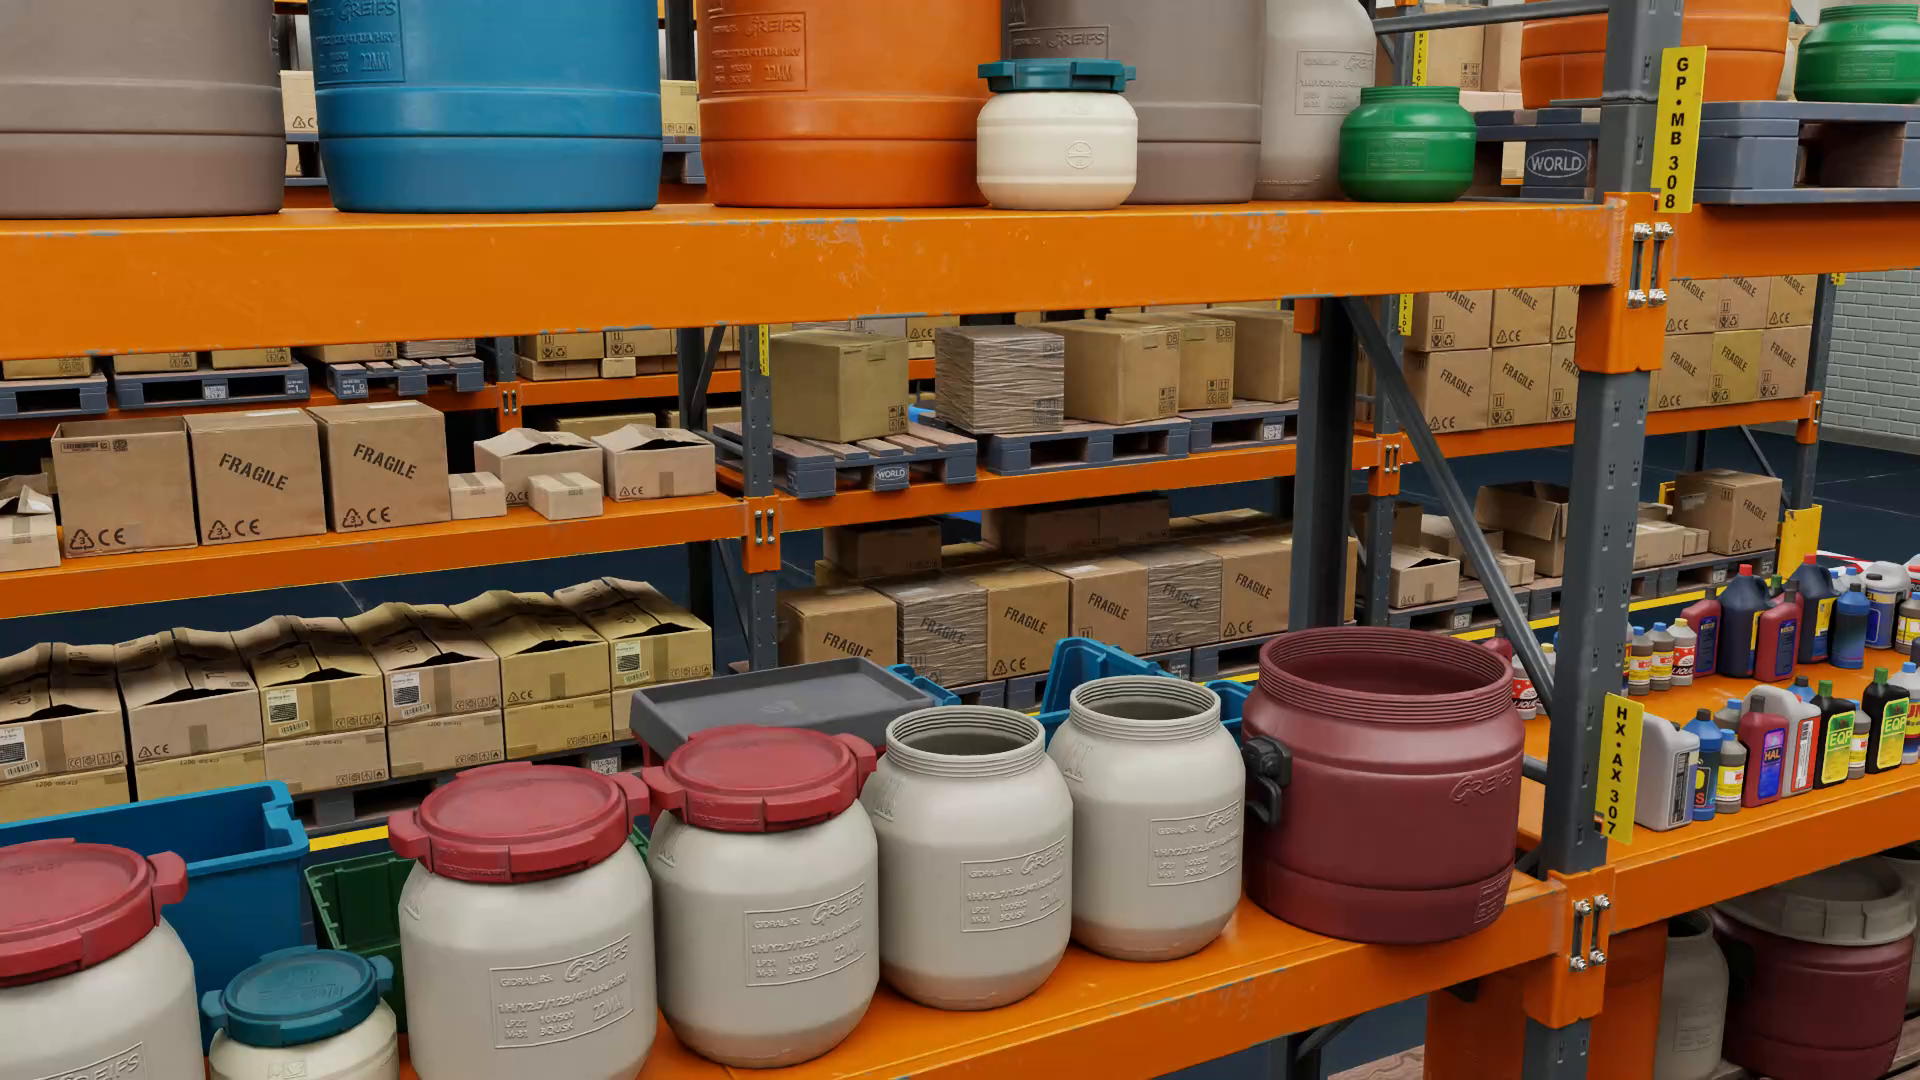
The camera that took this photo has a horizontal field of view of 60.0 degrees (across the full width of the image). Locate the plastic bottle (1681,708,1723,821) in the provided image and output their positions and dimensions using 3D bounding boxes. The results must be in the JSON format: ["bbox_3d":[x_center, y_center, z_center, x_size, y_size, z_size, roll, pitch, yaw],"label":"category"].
[{"bbox_3d":[1.831,0.551,4.120,0.097,0.271,0.097,0,13,0],"label":"plastic bottle"}]

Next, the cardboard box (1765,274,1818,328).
[{"bbox_3d":[5.574,-1.755,11.569,0.500,0.500,0.500,-7,14,-28],"label":"cardboard box"}]

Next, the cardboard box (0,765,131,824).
[{"bbox_3d":[-3.778,1.033,6.993,0.500,0.250,0.500,-6,14,-26],"label":"cardboard box"}]

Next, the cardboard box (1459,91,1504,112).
[{"bbox_3d":[2.868,-2.534,9.910,0.500,0.250,0.500,-7,14,-28],"label":"cardboard box"}]

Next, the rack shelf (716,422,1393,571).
[{"bbox_3d":[0.566,-0.336,9.407,4.000,0.370,1.077,-7,14,-28],"label":"rack shelf"}]

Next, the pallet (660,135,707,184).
[{"bbox_3d":[-1.742,-1.759,7.691,1.003,0.211,1.213,-6,14,-25],"label":"pallet"}]

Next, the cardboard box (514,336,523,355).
[{"bbox_3d":[-3.278,-1.735,13.034,0.500,0.500,0.500,-7,14,-28],"label":"cardboard box"}]

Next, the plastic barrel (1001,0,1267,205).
[{"bbox_3d":[0.356,-1.185,3.567,0.600,0.901,0.600,0,13,0],"label":"plastic barrel"}]

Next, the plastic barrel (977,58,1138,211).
[{"bbox_3d":[0.177,-0.738,3.041,0.301,0.262,0.301,0,13,0],"label":"plastic barrel"}]

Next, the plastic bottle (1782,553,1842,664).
[{"bbox_3d":[2.774,0.216,5.431,0.185,0.351,0.144,-7,14,-28],"label":"plastic bottle"}]

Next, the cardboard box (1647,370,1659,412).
[{"bbox_3d":[4.233,-1.107,10.970,0.500,0.500,0.500,-7,14,-29],"label":"cardboard box"}]

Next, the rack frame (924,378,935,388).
[{"bbox_3d":[-0.055,-1.851,14.503,0.127,3.000,1.000,-7,14,-28],"label":"rack frame"}]

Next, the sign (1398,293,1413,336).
[{"bbox_3d":[2.591,-1.355,9.662,0.005,0.325,0.100,-7,14,-28],"label":"sign"}]

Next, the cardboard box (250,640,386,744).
[{"bbox_3d":[-2.869,0.650,7.417,0.500,0.311,0.500,-6,14,-26],"label":"cardboard box"}]

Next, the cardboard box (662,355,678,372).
[{"bbox_3d":[-2.281,-1.423,13.128,0.250,0.149,0.380,-6,14,-27],"label":"cardboard box"}]

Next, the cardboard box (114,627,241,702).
[{"bbox_3d":[-3.589,0.602,7.632,0.500,0.311,0.500,-7,14,-28],"label":"cardboard box"}]

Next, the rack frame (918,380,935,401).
[{"bbox_3d":[-0.259,-0.676,13.381,0.006,1.200,0.240,-10,16,-38],"label":"rack frame"}]

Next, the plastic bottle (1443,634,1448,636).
[{"bbox_3d":[1.332,0.411,4.717,0.133,0.283,0.061,-7,14,-28],"label":"plastic bottle"}]

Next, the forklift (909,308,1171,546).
[{"bbox_3d":[0.833,-1.245,11.966,1.130,2.935,3.031,-10,16,-38],"label":"forklift"}]

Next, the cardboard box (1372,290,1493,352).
[{"bbox_3d":[2.870,-1.429,10.122,0.500,0.500,0.500,-6,14,-26],"label":"cardboard box"}]

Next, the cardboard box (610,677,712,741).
[{"bbox_3d":[-1.534,0.763,8.194,0.500,0.250,0.500,-6,14,-27],"label":"cardboard box"}]

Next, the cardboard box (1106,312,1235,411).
[{"bbox_3d":[1.226,-1.059,9.800,0.500,0.500,0.700,-4,13,-19],"label":"cardboard box"}]

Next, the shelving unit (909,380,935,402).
[{"bbox_3d":[-0.329,-0.663,13.324,0.189,1.200,0.258,-10,16,-38],"label":"shelving unit"}]

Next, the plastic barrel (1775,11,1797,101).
[{"bbox_3d":[2.052,-1.263,4.416,0.301,0.262,0.301,0,13,0],"label":"plastic barrel"}]

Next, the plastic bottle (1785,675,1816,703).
[{"bbox_3d":[2.208,0.491,4.388,0.097,0.271,0.097,0,13,0],"label":"plastic bottle"}]

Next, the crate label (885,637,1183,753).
[{"bbox_3d":[0.179,0.514,3.913,0.616,0.435,0.502,-7,14,-28],"label":"crate label"}]

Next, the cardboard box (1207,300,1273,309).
[{"bbox_3d":[2.380,-2.284,15.743,0.700,0.700,0.980,-7,14,-28],"label":"cardboard box"}]

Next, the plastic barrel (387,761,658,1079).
[{"bbox_3d":[-0.741,0.698,2.867,0.433,0.535,0.433,0,13,0],"label":"plastic barrel"}]

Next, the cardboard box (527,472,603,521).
[{"bbox_3d":[-1.846,-0.206,7.764,0.250,0.149,0.380,-7,14,-28],"label":"cardboard box"}]

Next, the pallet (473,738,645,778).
[{"bbox_3d":[-1.930,0.963,8.348,1.213,0.211,1.003,-7,14,-28],"label":"pallet"}]

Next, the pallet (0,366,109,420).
[{"bbox_3d":[-6.336,-0.968,11.017,1.213,0.211,1.003,-7,14,-28],"label":"pallet"}]

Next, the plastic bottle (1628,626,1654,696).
[{"bbox_3d":[2.071,0.367,5.100,0.097,0.201,0.097,0,13,0],"label":"plastic bottle"}]

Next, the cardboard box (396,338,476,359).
[{"bbox_3d":[-3.974,-1.642,12.346,0.500,0.500,0.700,-9,15,-34],"label":"cardboard box"}]

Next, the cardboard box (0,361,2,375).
[{"bbox_3d":[-6.614,-1.320,10.913,0.500,0.500,0.700,-7,14,-28],"label":"cardboard box"}]

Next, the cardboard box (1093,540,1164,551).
[{"bbox_3d":[0.875,0.221,9.986,0.500,0.500,0.500,-7,14,-27],"label":"cardboard box"}]

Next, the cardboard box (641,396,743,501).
[{"bbox_3d":[-2.086,-0.730,13.459,0.750,0.750,0.750,-7,14,-28],"label":"cardboard box"}]

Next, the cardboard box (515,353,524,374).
[{"bbox_3d":[-3.403,-1.401,13.030,0.250,0.149,0.380,-7,14,-27],"label":"cardboard box"}]

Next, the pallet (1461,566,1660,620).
[{"bbox_3d":[3.997,0.262,11.464,1.213,0.211,1.003,-7,14,-28],"label":"pallet"}]

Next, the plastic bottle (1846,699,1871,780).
[{"bbox_3d":[2.354,0.523,4.406,0.097,0.201,0.097,0,13,0],"label":"plastic bottle"}]

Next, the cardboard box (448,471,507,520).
[{"bbox_3d":[-2.281,-0.209,7.776,0.250,0.149,0.380,-6,14,-24],"label":"cardboard box"}]

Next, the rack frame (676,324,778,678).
[{"bbox_3d":[-1.189,-0.476,8.393,0.127,3.000,1.000,-7,14,-28],"label":"rack frame"}]

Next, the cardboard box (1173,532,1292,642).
[{"bbox_3d":[1.588,0.265,9.789,0.500,0.500,0.500,-7,14,-28],"label":"cardboard box"}]

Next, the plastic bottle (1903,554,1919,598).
[{"bbox_3d":[3.290,0.191,5.710,0.135,0.276,0.152,-7,14,-28],"label":"plastic bottle"}]

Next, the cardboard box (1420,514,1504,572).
[{"bbox_3d":[3.344,0.007,11.370,0.500,0.311,0.500,-7,14,-28],"label":"cardboard box"}]

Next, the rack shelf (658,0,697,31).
[{"bbox_3d":[-1.810,-4.022,13.032,4.000,0.370,1.077,-7,14,-28],"label":"rack shelf"}]

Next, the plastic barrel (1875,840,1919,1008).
[{"bbox_3d":[3.046,1.237,5.488,0.421,0.512,0.421,0,13,0],"label":"plastic barrel"}]

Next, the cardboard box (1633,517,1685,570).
[{"bbox_3d":[4.625,0.008,11.503,0.500,0.250,0.500,-7,14,-28],"label":"cardboard box"}]

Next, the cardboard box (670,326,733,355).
[{"bbox_3d":[-2.117,-1.741,13.063,0.500,0.500,0.500,-7,14,-28],"label":"cardboard box"}]

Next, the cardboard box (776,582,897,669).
[{"bbox_3d":[-0.653,0.536,8.587,0.500,0.500,0.500,-6,14,-25],"label":"cardboard box"}]

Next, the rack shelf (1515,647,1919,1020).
[{"bbox_3d":[2.936,0.619,5.164,4.000,0.370,1.077,-7,14,-28],"label":"rack shelf"}]
